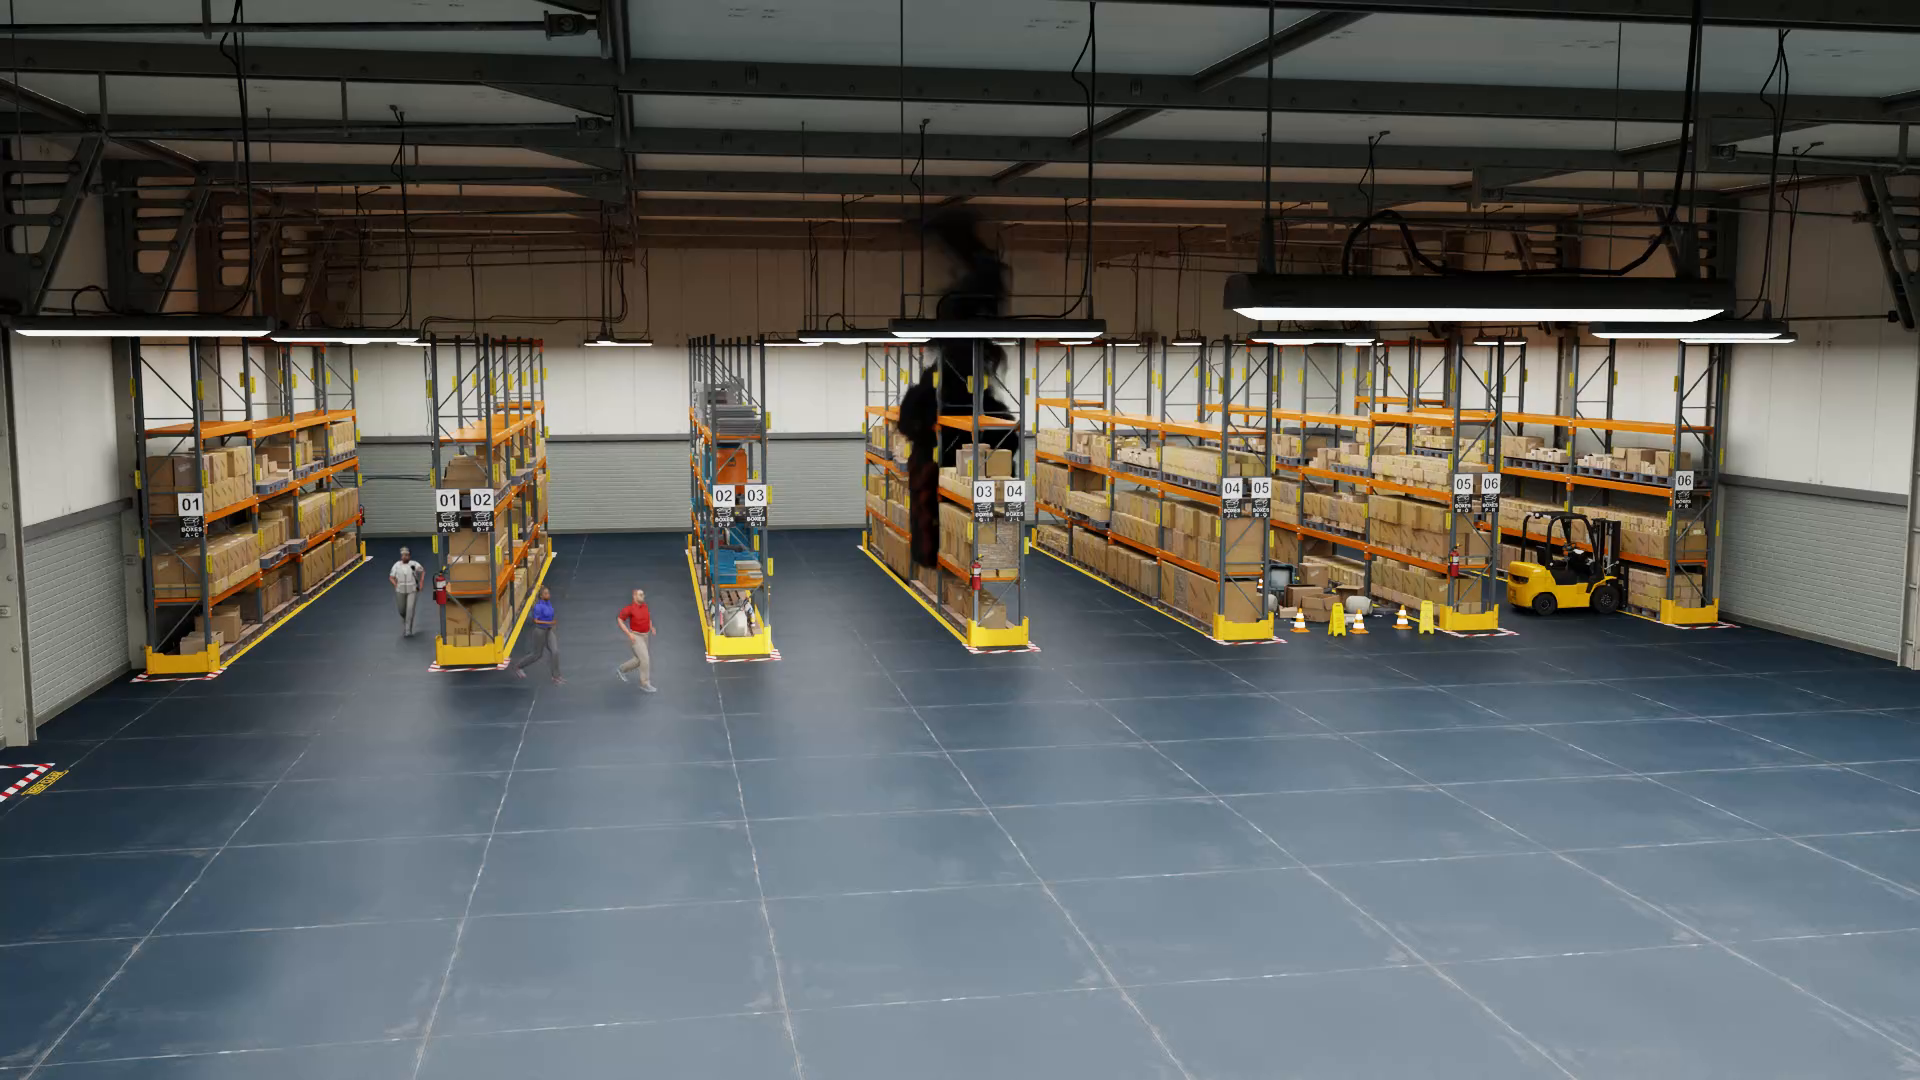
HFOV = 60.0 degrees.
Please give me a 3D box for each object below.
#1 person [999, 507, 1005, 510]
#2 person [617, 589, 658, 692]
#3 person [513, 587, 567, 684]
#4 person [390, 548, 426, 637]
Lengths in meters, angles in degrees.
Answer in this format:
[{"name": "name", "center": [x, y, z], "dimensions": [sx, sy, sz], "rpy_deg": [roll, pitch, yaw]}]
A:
[{"name": "person", "center": [1.119, -0.609, 47.741], "dimensions": [0.723, 1.763, 0.842], "rpy_deg": [1, 7, 7]}, {"name": "person", "center": [-5.464, 1.679, 28.069], "dimensions": [0.844, 1.730, 0.675], "rpy_deg": [3, 7, 21]}, {"name": "person", "center": [-7.209, 1.642, 28.610], "dimensions": [0.931, 1.659, 0.588], "rpy_deg": [2, 7, 19]}, {"name": "person", "center": [-11.120, 1.019, 33.463], "dimensions": [0.678, 1.747, 0.992], "rpy_deg": [-1, 7, -11]}]
